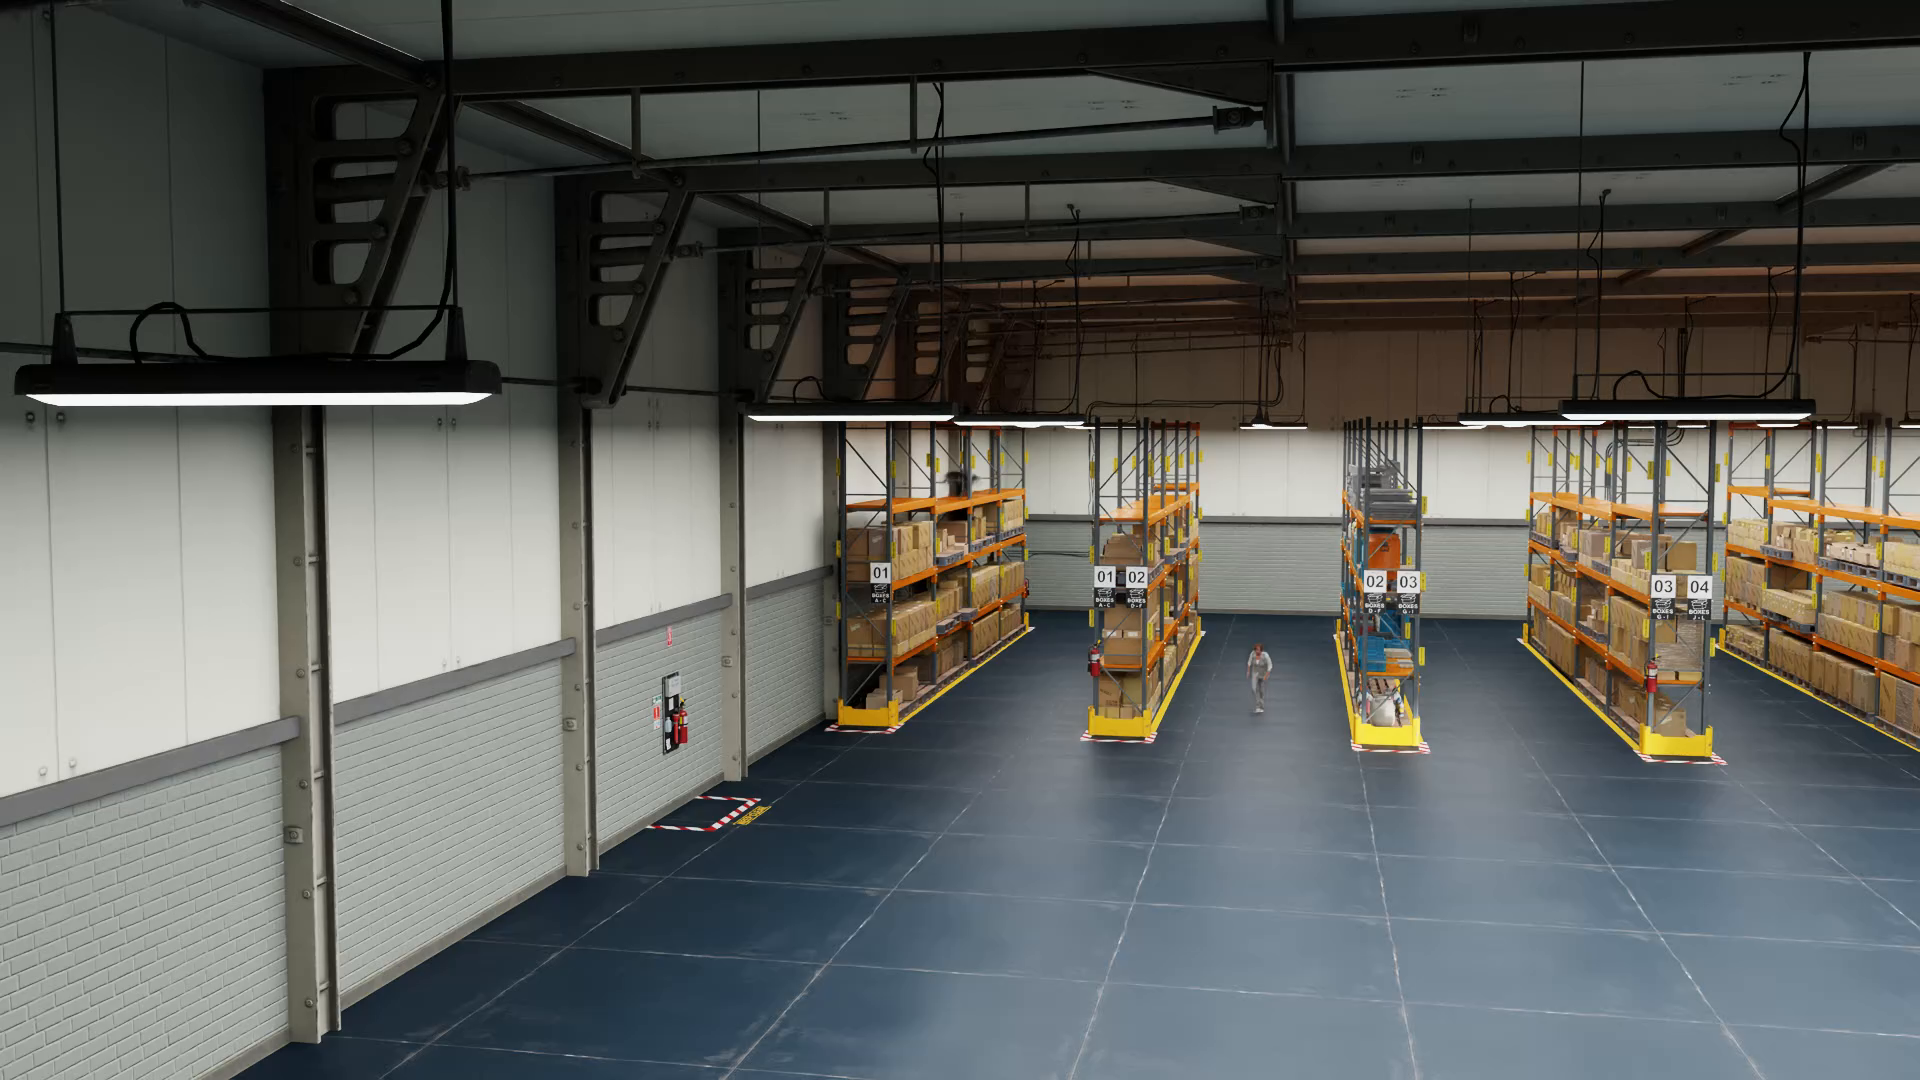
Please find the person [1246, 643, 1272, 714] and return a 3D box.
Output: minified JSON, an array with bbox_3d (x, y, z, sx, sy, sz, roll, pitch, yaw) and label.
[{"bbox_3d":[6.163,2.808,34.064,0.522,1.408,0.976,1,4,20],"label":"person"}]
